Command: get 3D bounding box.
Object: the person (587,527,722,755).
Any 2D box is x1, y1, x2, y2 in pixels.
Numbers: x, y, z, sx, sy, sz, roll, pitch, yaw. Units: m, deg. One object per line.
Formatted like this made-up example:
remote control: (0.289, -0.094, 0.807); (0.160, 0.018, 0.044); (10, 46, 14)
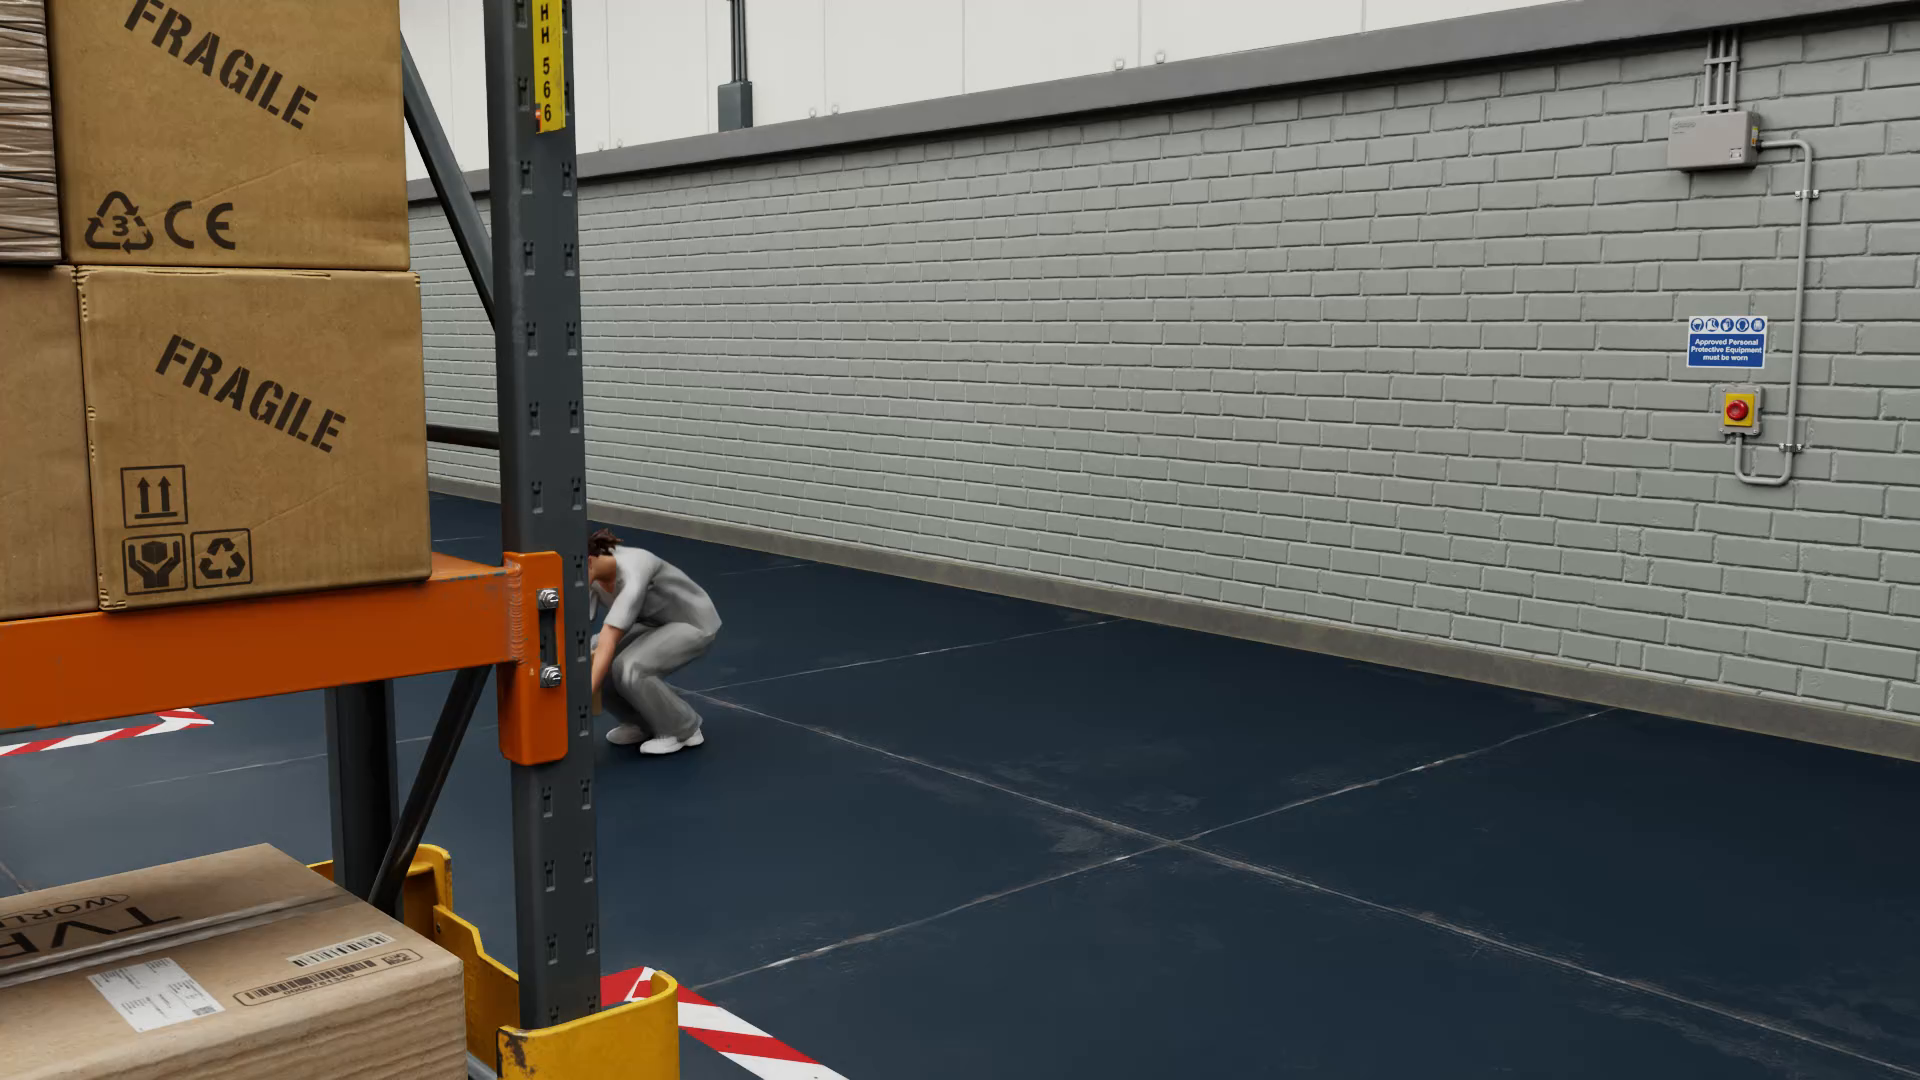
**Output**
person: (-1.337, 0.385, 6.669); (0.810, 0.952, 0.462); (-7, 10, -42)
